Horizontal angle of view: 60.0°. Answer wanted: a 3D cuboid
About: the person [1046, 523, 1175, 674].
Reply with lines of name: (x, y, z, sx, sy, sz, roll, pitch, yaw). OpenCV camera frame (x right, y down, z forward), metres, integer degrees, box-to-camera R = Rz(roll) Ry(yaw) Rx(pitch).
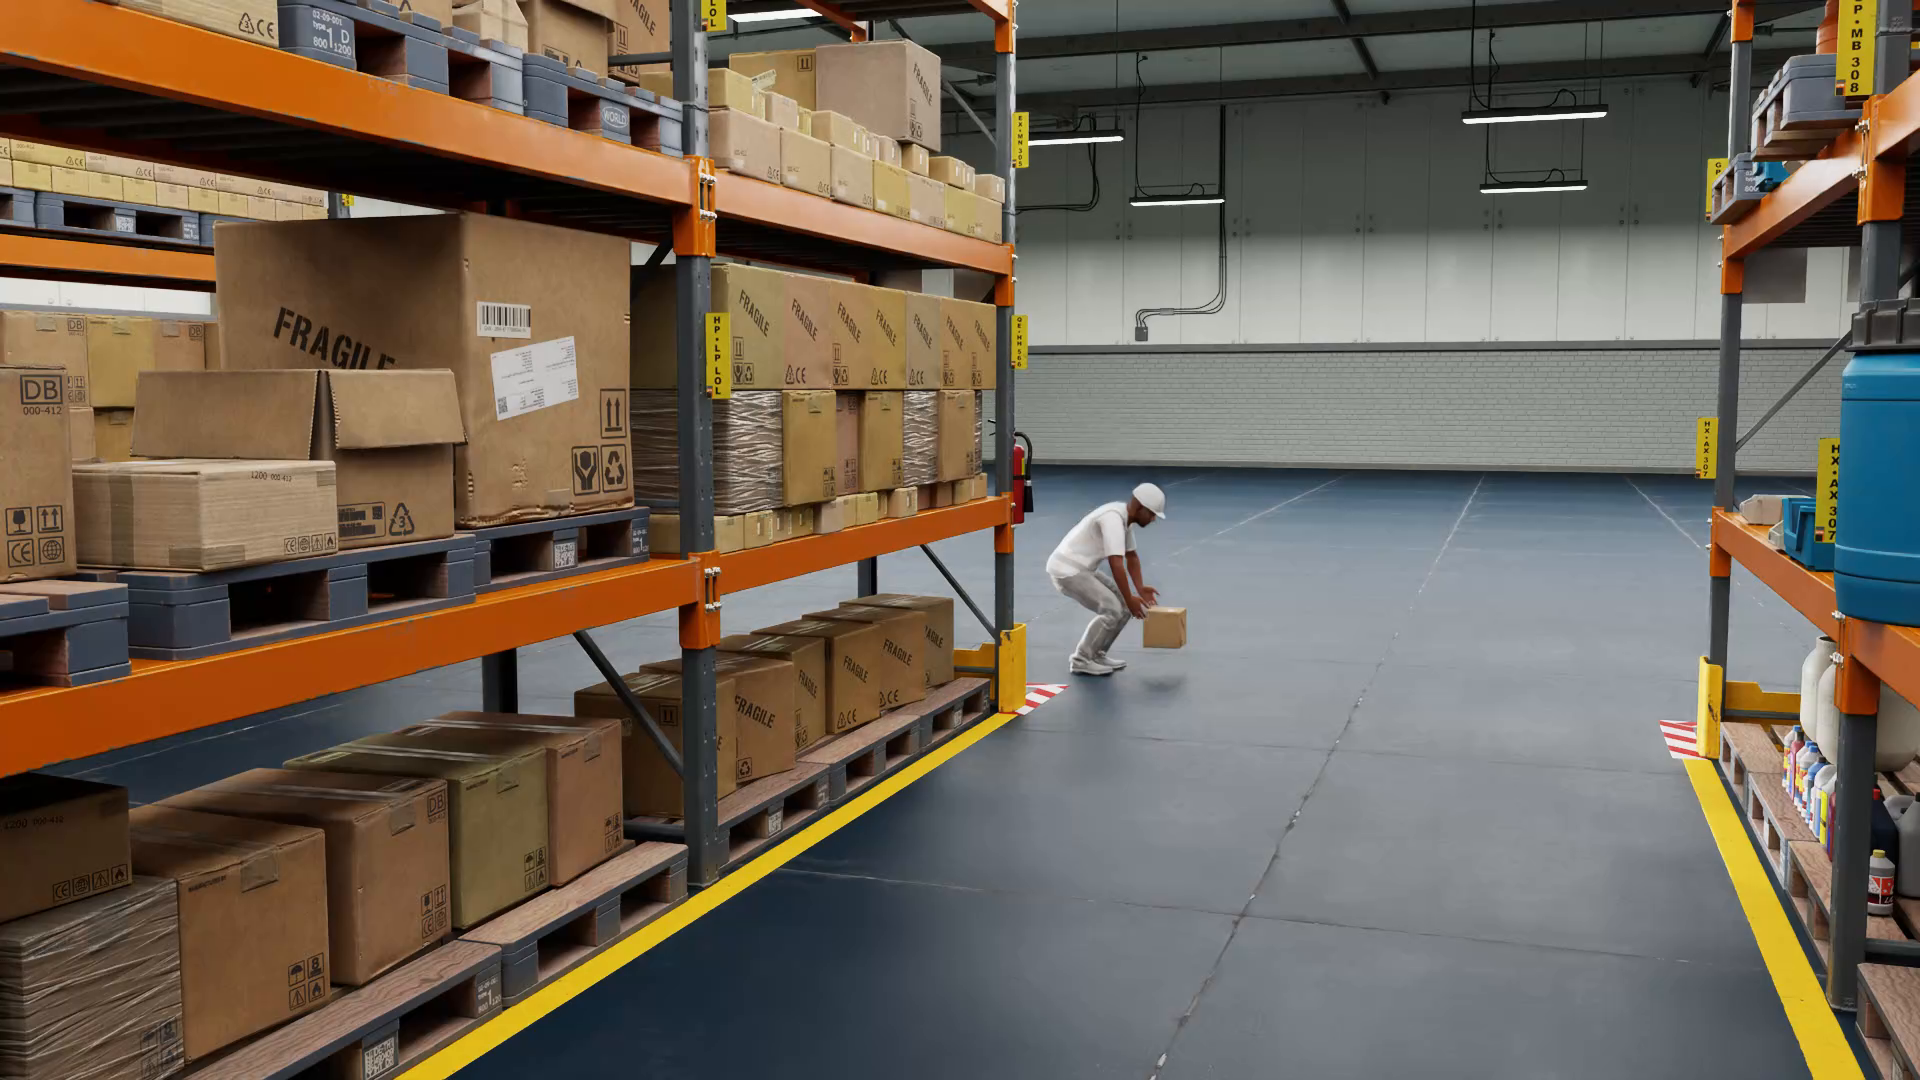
person: (1.066, 0.397, 11.545, 0.894, 1.039, 0.587, 2, 5, 18)
